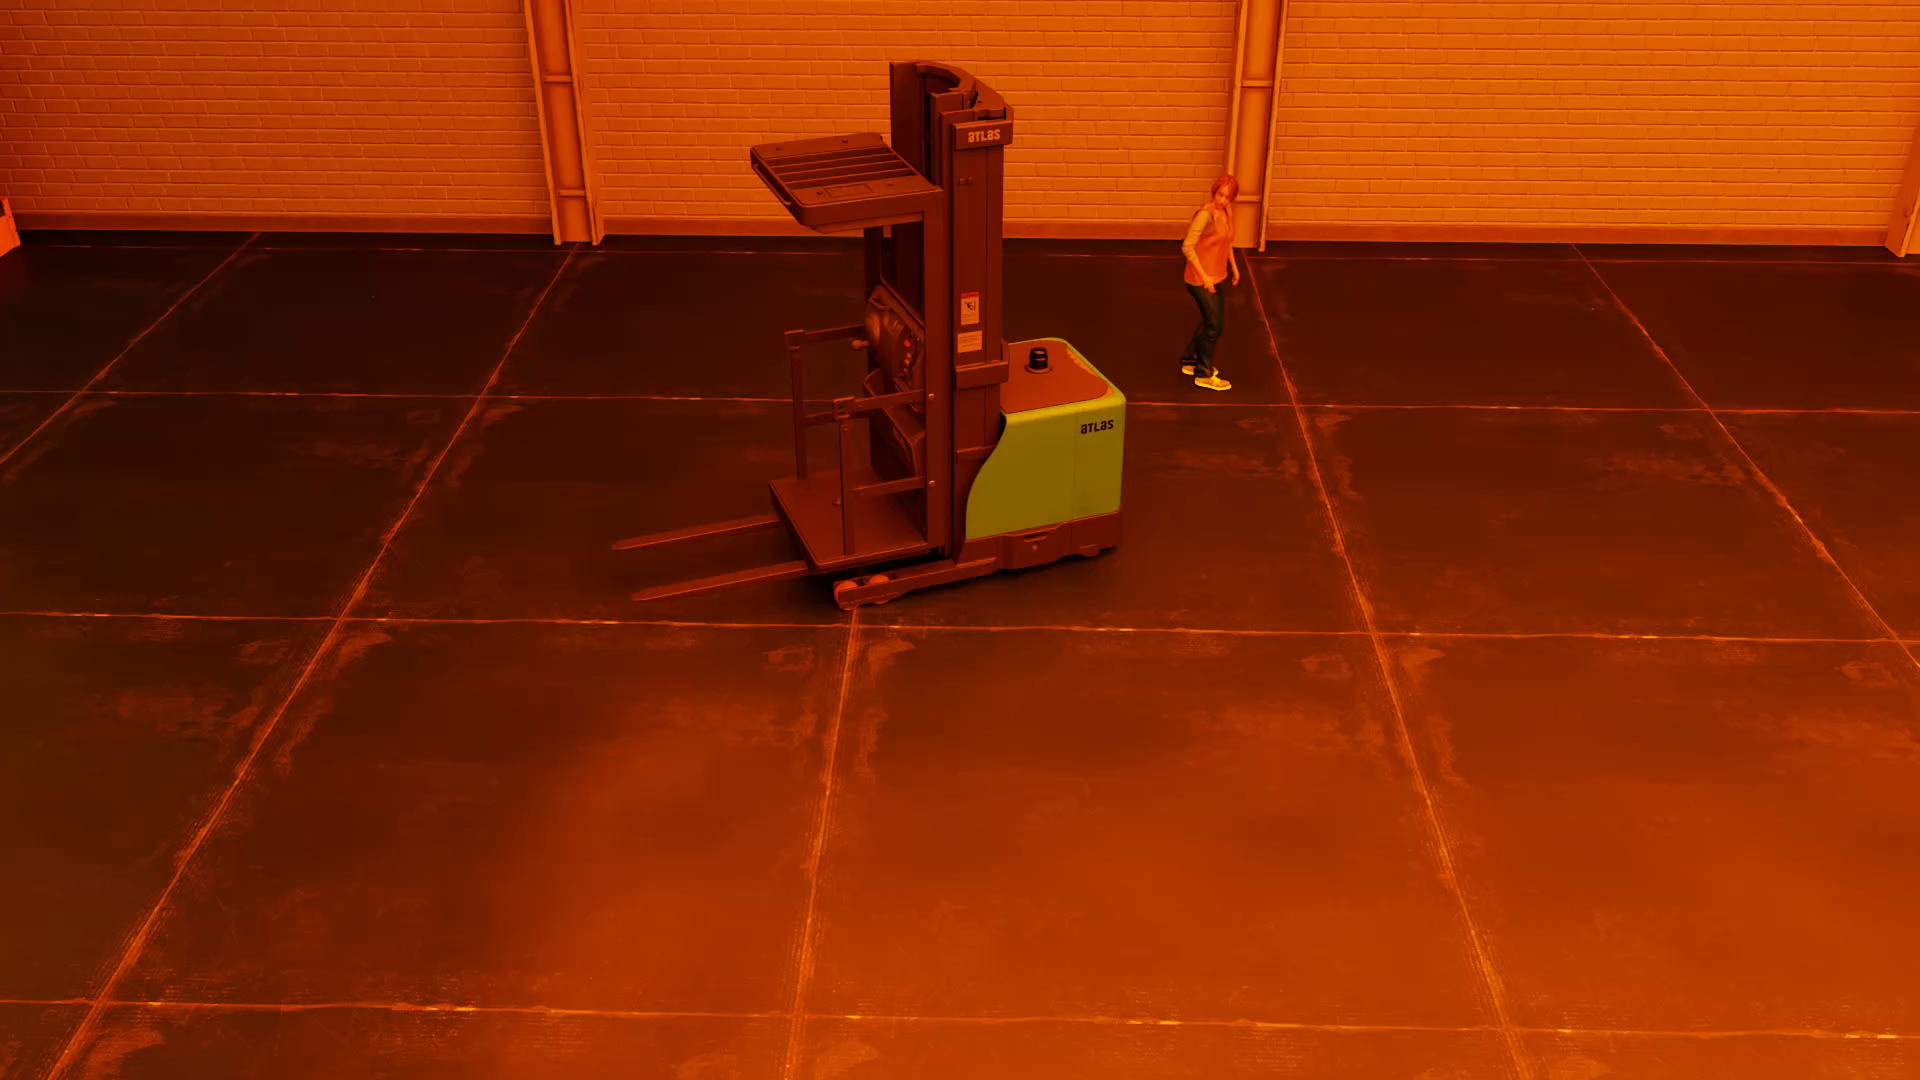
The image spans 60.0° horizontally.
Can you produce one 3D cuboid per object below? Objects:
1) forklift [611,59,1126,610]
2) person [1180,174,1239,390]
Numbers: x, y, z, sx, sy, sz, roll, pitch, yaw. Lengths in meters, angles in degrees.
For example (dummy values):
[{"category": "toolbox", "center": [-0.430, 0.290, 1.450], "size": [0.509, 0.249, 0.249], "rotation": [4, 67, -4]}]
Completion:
[{"category": "forklift", "center": [-0.569, -1.153, 9.570], "size": [3.031, 2.935, 1.130], "rotation": [-11, 32, -18]}, {"category": "person", "center": [1.877, -1.901, 12.187], "size": [0.447, 1.573, 0.608], "rotation": [14, 33, 22]}]
